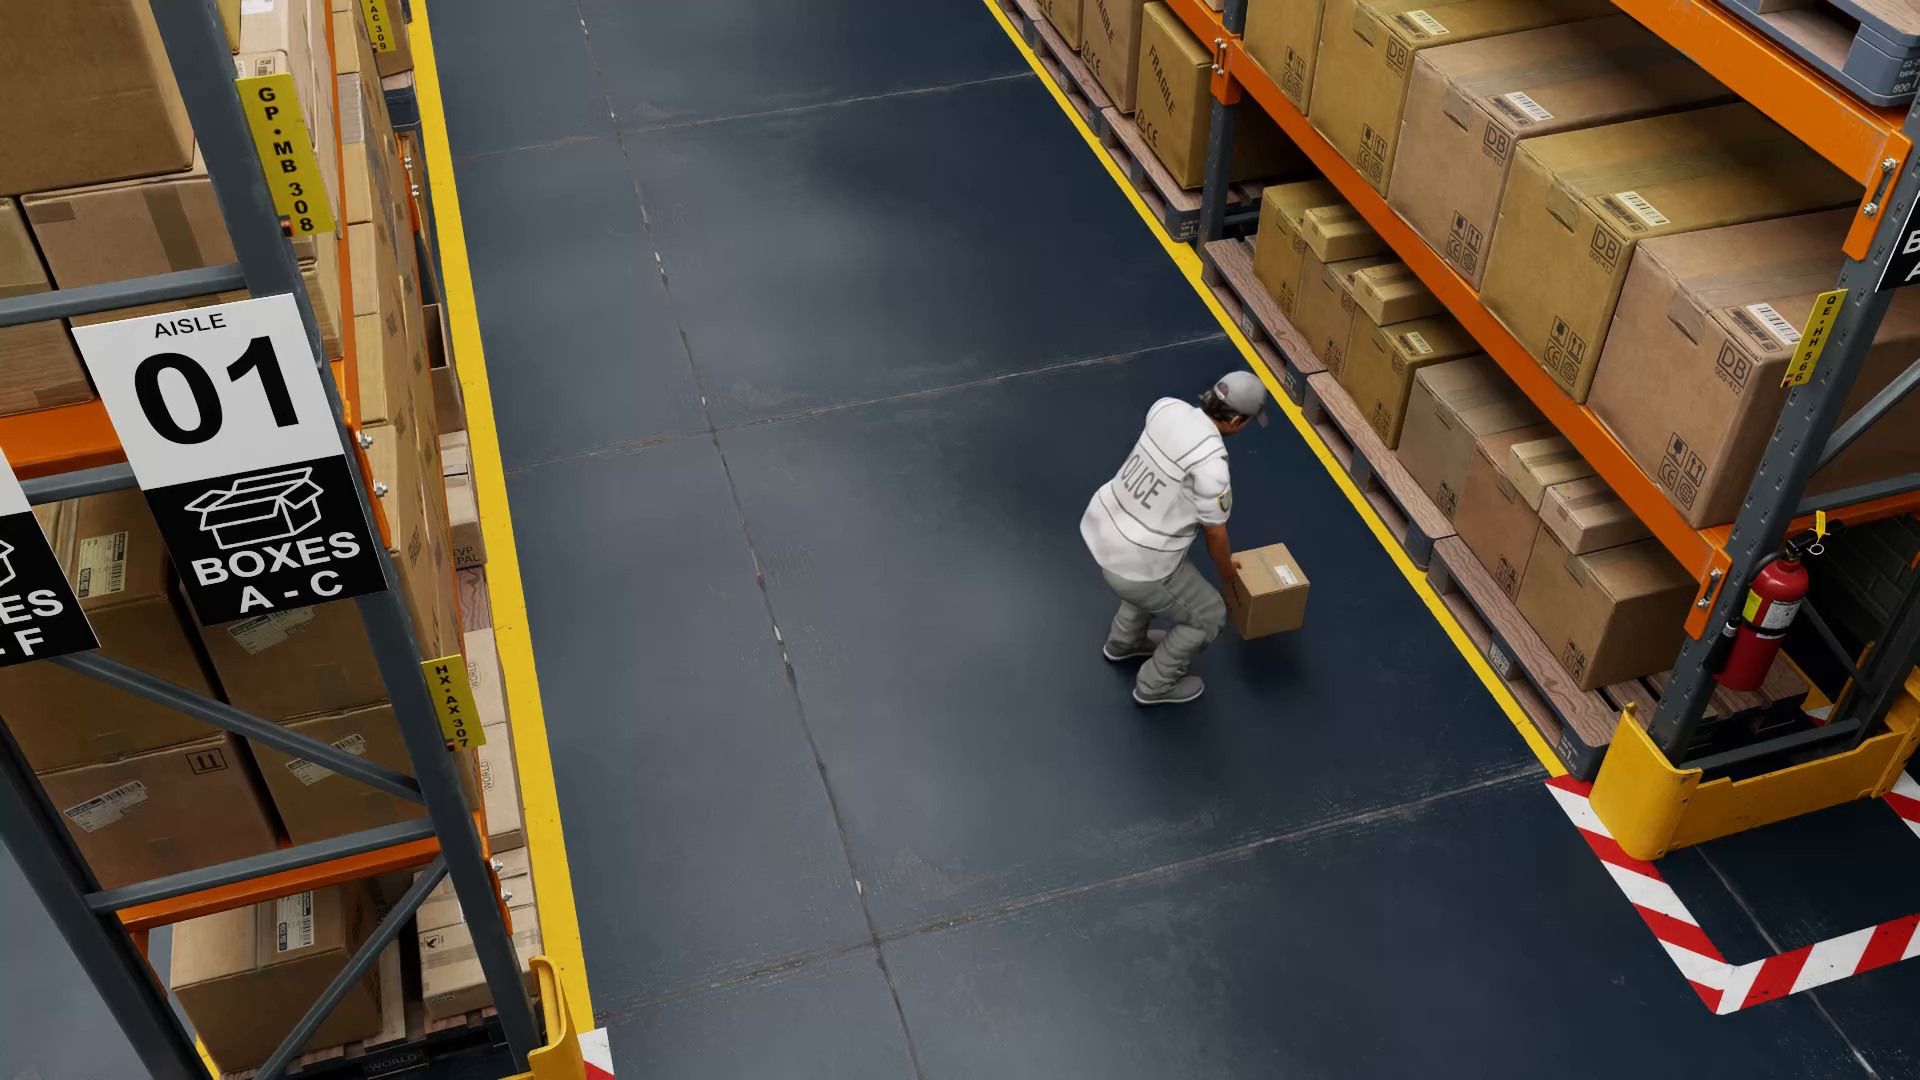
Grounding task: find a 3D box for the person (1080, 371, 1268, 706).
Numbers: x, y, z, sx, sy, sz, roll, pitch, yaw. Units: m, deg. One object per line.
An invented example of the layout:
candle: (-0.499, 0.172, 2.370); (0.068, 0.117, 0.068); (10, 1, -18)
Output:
person: (0.800, -0.013, 6.355); (0.691, 1.432, 0.532); (-12, 44, -12)
